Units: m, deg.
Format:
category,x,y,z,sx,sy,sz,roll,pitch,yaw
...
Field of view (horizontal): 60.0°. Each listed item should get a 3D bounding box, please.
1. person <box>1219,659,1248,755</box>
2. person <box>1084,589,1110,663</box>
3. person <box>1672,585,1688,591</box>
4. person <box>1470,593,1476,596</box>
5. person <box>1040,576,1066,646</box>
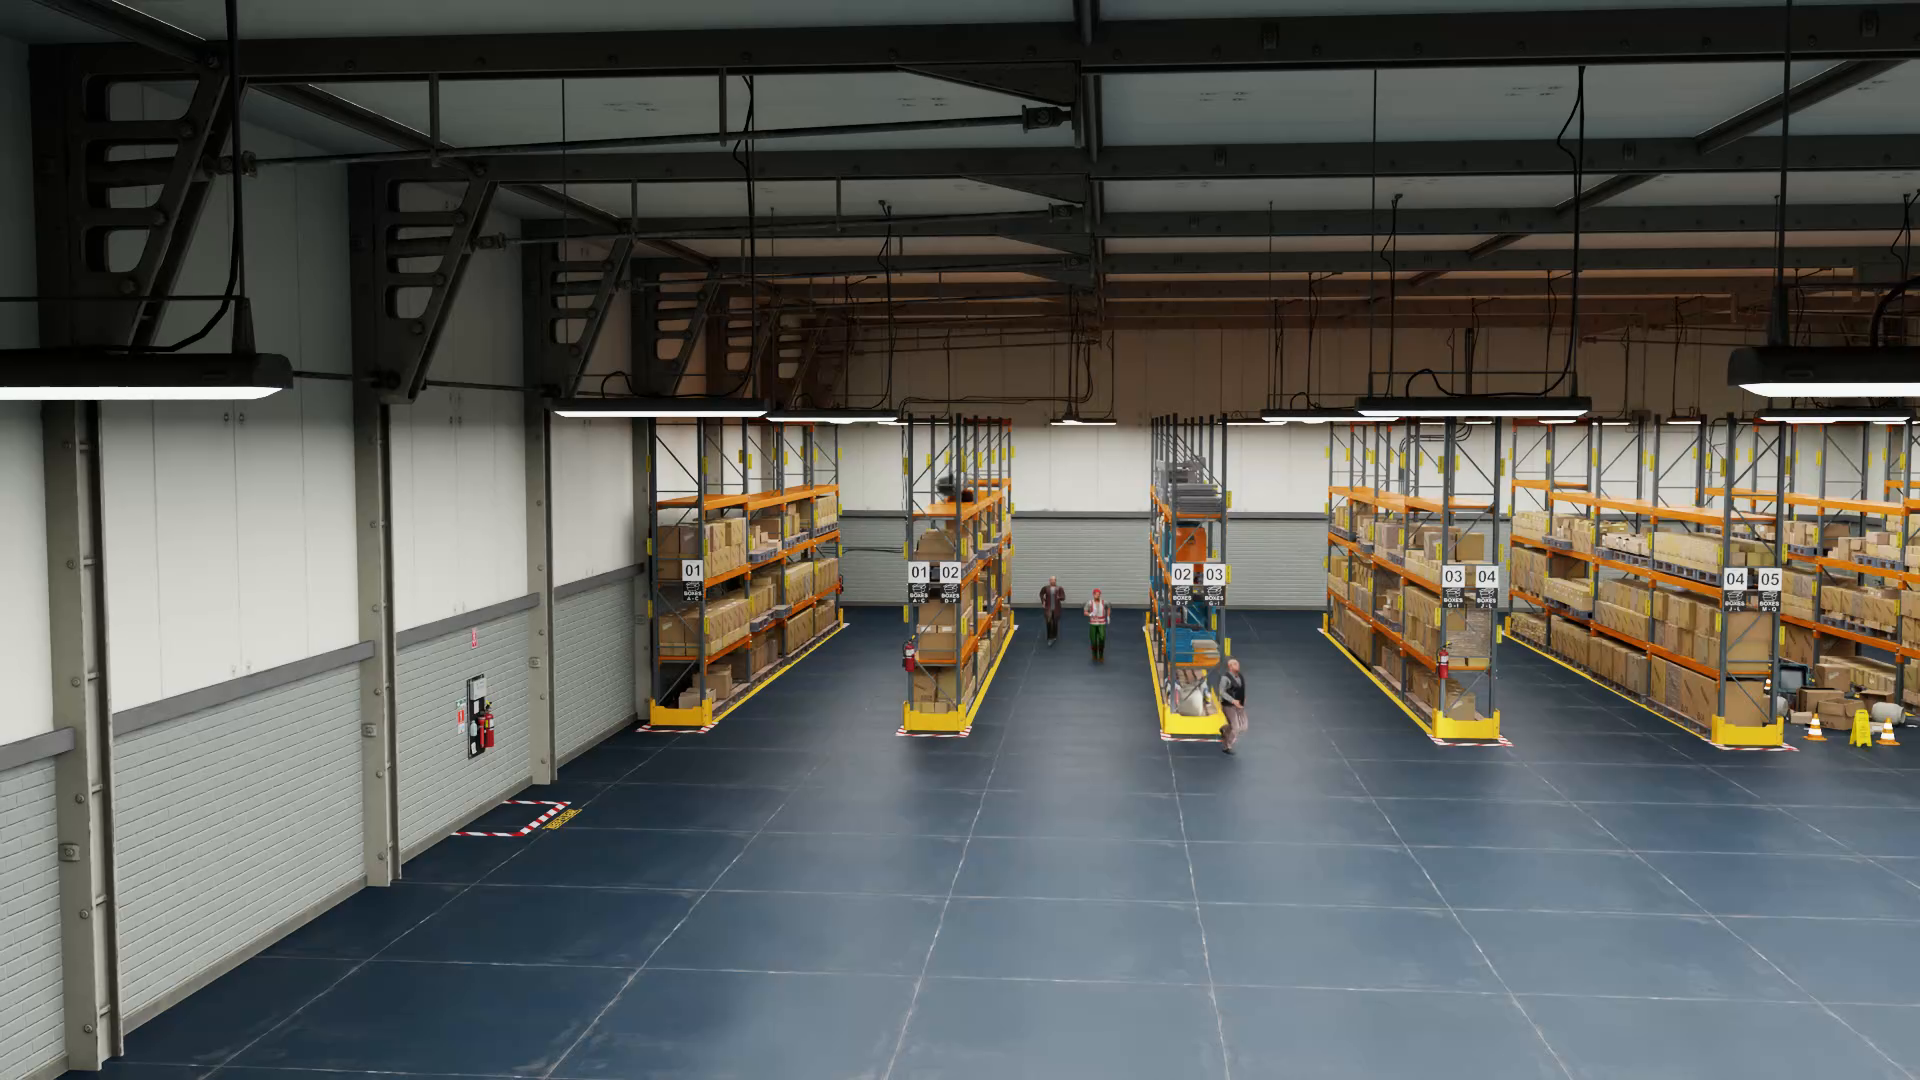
category,x,y,z,sx,sy,sz,roll,pitch,yaw
person,4.807,2.924,29.223,0.682,1.687,0.618,-3,5,-41
person,3.345,2.101,40.610,0.655,1.833,0.735,0,4,4
person,20.271,1.785,46.771,0.769,1.636,0.607,0,4,0
person,14.085,1.764,46.447,0.831,1.760,0.798,3,5,39
person,2.454,1.873,44.059,0.682,1.841,0.801,0,4,1
